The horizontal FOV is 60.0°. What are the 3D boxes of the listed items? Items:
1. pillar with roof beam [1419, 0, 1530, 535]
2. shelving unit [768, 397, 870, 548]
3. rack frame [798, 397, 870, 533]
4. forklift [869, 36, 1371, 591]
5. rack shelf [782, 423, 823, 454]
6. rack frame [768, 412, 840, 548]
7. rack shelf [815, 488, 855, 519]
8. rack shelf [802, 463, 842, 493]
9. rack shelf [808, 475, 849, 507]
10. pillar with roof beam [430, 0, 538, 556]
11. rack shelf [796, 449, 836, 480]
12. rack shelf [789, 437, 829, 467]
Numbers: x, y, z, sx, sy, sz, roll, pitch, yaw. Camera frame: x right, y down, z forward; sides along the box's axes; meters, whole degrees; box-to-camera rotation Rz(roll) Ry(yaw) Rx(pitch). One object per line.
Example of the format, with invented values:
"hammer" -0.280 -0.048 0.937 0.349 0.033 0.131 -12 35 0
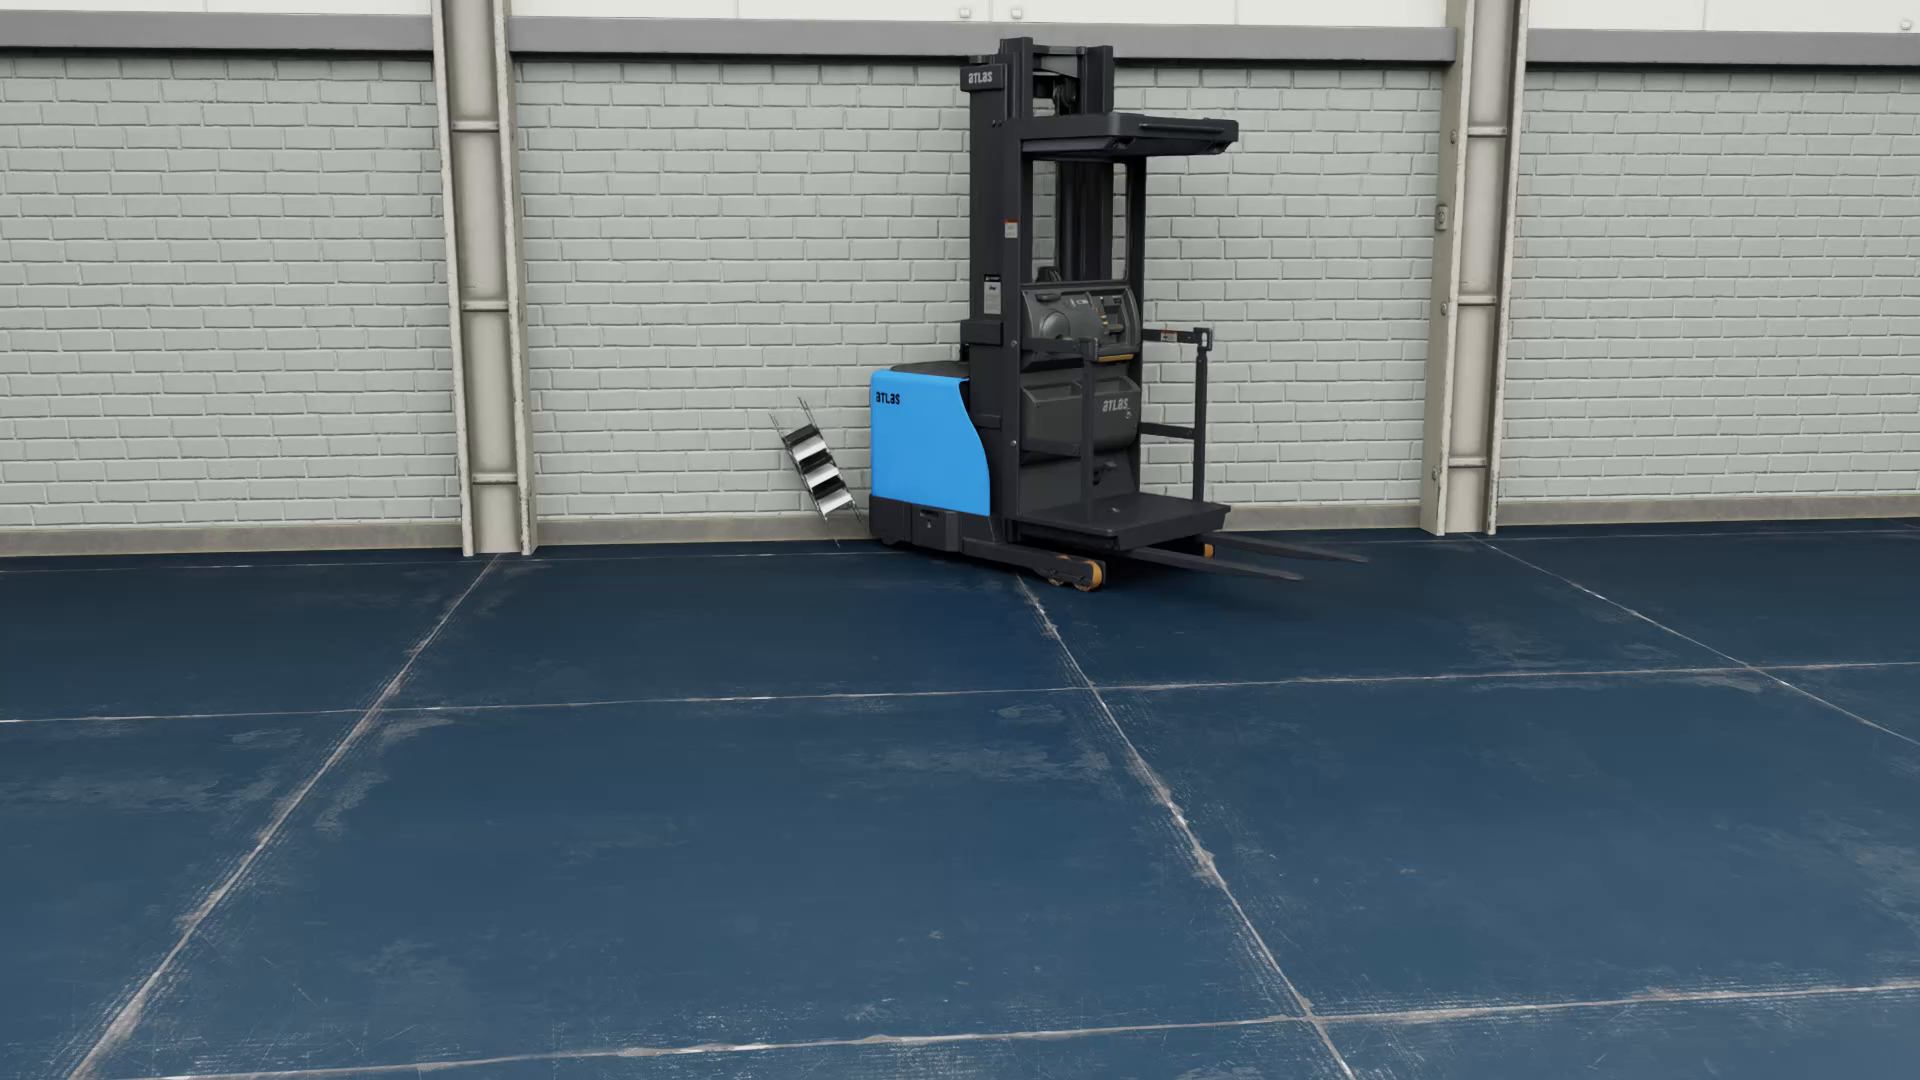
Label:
"pillar with roof beam" 3.657 -3.653 5.620 0.400 9.000 9.100 -1 11 -6
"shelving unit" -0.856 -0.410 10.098 0.210 0.900 0.258 -28 16 -8
"rack frame" -0.767 -0.457 10.112 0.006 0.900 0.240 -28 16 -8
"forklift" 0.841 -1.276 9.259 1.130 2.935 3.031 -11 16 -44
"rack shelf" -0.953 -0.615 10.032 0.200 0.077 0.258 -28 16 -8
"rack frame" -0.945 -0.363 10.084 0.006 0.900 0.240 -28 16 -8
"rack shelf" -0.768 -0.225 10.158 0.200 0.077 0.258 -28 16 -8
"rack shelf" -0.842 -0.381 10.108 0.200 0.077 0.258 -28 16 -8
"rack shelf" -0.805 -0.303 10.133 0.200 0.077 0.258 -28 16 -8
"pillar with roof beam" -2.308 -3.528 4.984 0.400 9.000 9.100 -1 11 -6
"rack shelf" -0.879 -0.459 10.083 0.200 0.077 0.258 -28 16 -8
"rack shelf" -0.916 -0.537 10.057 0.200 0.077 0.258 -28 16 -8
